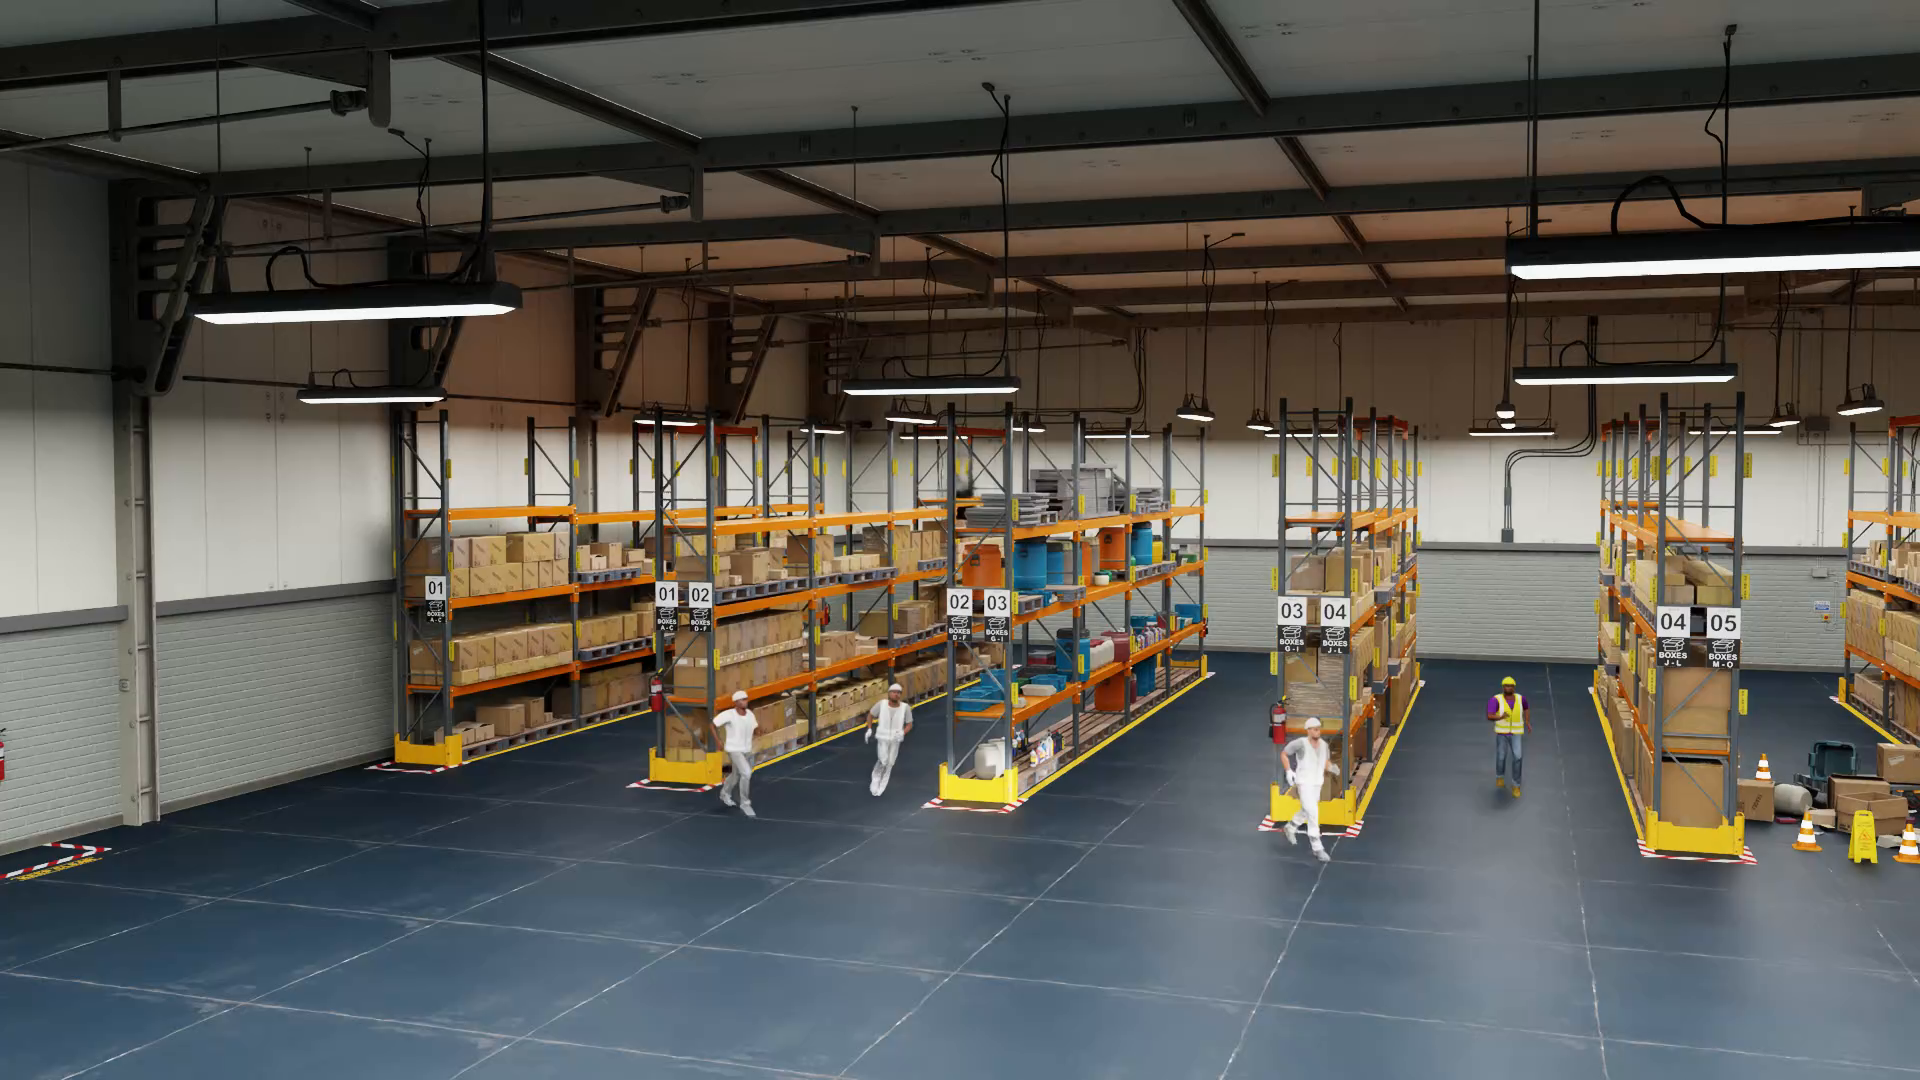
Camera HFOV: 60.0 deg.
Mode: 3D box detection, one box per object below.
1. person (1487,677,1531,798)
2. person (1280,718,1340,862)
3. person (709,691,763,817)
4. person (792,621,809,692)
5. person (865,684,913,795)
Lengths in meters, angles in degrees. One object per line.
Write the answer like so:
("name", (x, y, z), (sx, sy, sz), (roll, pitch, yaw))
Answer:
("person", (8.453, 3.013, 25.622), (0.676, 1.825, 0.791), (0, 2, 11))
("person", (4.501, 3.179, 21.567), (0.613, 1.792, 0.997), (-1, 3, -30))
("person", (-3.251, 3.084, 24.147), (0.866, 1.814, 0.707), (2, 3, 37))
("person", (-3.492, 2.589, 35.853), (0.710, 1.752, 0.563), (1, 3, 19))
("person", (-1.068, 3.049, 25.303), (0.720, 1.711, 0.617), (0, 2, -8))
